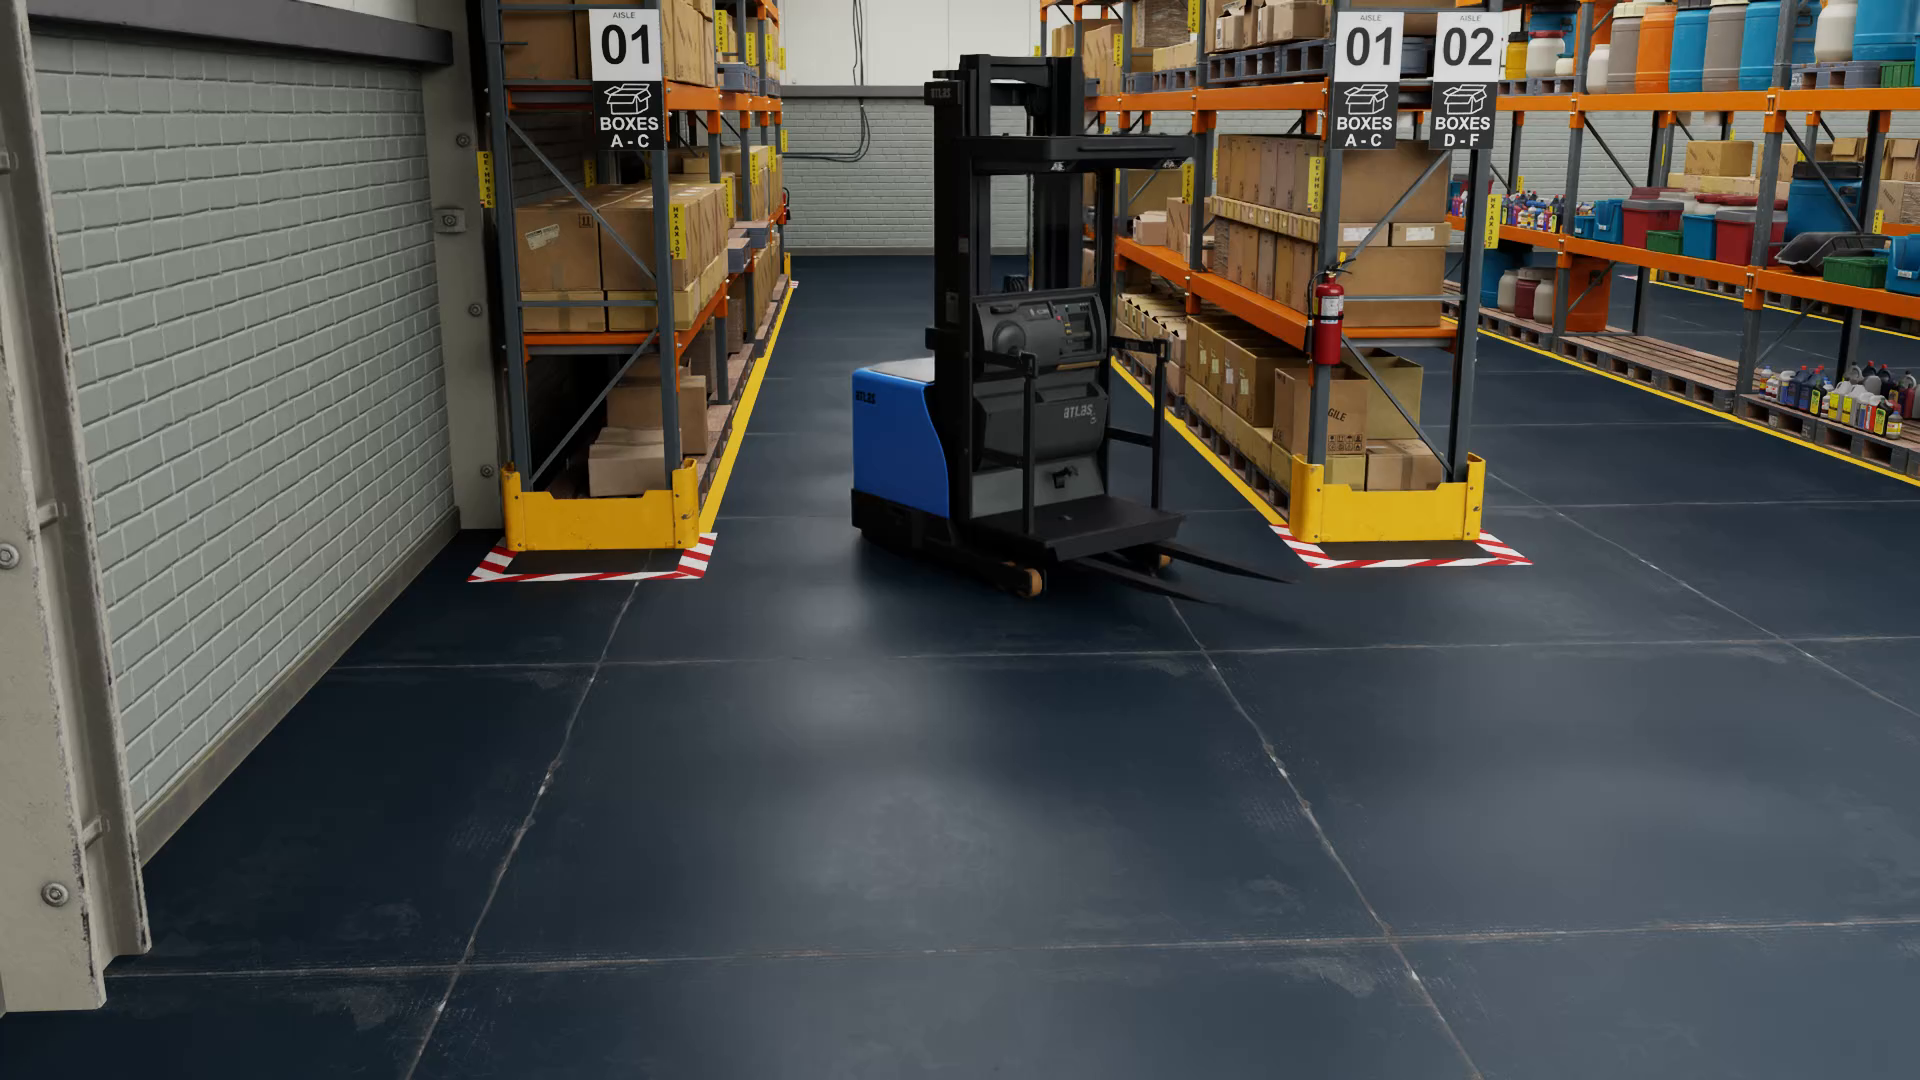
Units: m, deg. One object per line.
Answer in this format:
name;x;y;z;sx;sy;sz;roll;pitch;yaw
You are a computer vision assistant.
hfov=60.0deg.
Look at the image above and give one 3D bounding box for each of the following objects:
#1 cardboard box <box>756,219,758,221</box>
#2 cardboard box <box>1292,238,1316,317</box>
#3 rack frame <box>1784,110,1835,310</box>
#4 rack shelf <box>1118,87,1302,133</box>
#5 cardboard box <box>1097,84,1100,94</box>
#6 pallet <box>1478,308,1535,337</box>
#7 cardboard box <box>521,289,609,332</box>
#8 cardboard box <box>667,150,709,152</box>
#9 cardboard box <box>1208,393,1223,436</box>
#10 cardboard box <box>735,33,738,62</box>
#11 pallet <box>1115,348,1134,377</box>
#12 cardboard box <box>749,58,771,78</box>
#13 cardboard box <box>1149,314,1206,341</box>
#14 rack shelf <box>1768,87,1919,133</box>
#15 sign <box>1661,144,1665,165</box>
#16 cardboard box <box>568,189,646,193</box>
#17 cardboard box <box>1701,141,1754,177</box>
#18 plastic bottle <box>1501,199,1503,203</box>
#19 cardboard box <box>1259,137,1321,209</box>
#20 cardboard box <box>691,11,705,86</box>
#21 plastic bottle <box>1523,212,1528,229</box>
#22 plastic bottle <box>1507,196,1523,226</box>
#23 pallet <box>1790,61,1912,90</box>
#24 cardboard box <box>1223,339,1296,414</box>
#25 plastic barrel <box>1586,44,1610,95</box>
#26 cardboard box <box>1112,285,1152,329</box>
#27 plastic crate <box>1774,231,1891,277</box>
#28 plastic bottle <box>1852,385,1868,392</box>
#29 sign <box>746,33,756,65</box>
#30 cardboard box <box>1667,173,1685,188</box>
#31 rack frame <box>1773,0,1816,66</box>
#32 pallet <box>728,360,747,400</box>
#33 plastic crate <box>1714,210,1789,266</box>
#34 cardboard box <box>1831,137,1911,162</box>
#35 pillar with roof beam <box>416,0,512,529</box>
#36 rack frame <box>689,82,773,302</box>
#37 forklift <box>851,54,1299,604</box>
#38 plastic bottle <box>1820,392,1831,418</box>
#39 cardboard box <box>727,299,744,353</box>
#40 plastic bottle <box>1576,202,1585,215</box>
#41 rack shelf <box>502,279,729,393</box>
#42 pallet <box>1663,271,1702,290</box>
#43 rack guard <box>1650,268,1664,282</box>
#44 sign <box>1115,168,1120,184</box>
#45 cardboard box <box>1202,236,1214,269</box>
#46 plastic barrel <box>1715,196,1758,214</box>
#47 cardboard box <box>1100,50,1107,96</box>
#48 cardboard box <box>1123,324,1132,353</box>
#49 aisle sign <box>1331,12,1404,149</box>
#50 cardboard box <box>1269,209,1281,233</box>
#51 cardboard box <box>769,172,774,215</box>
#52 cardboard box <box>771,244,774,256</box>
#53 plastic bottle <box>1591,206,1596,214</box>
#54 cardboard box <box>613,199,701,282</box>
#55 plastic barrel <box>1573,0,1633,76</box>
cardboard box;-2.455;-3.508;18.606;0.380;0.149;0.250;0;14;-2
cardboard box;2.659;-1.788;11.254;0.700;0.500;0.500;-1;14;-2
rack frame;11.857;-4.629;22.497;1.000;3.000;0.127;-1;14;-3
rack shelf;2.341;-4.089;15.823;1.077;0.370;4.000;-1;14;-3
cardboard box;1.673;-5.974;22.006;0.500;0.250;0.500;-1;14;-3
pallet;6.998;-2.705;20.617;1.003;0.211;1.213;-1;14;-3
cardboard box;-2.454;-1.465;10.463;0.500;0.250;0.500;-1;14;-3
cardboard box;-3.043;-4.208;18.518;0.500;0.250;0.500;-1;14;-5
cardboard box;2.243;-0.990;13.030;0.500;0.250;0.500;-1;14;-3
cardboard box;-2.931;-5.756;19.773;0.700;0.500;0.500;-1;14;-4
pallet;2.229;-1.926;17.590;1.003;0.211;1.213;-1;14;-3
cardboard box;-2.755;-6.207;21.870;0.500;0.250;0.500;-1;14;-4
cardboard box;2.086;-1.980;15.753;0.500;0.311;0.500;-1;14;-4
rack shelf;7.533;-3.170;12.250;1.077;0.370;4.000;-1;14;-3
sign;11.054;-6.074;26.218;0.100;0.325;0.005;-1;14;-3
cardboard box;-2.605;-2.337;12.347;0.500;0.500;0.500;0;14;-2
cardboard box;11.438;-5.682;24.788;0.500;0.500;0.500;-1;14;-5
plastic bottle;6.771;-4.143;20.859;0.152;0.276;0.135;-1;14;-3
cardboard box;2.592;-2.679;12.116;0.700;0.500;0.500;-1;14;-3
cardboard box;-2.110;-3.536;11.988;0.500;0.500;0.500;-1;15;-6
plastic bottle;6.677;-3.763;19.530;0.097;0.201;0.097;0;14;0
plastic bottle;6.671;-3.952;19.966;0.144;0.351;0.185;-1;14;-3
pallet;7.551;-3.746;13.426;1.213;0.211;1.003;-1;14;-3
cardboard box;2.276;-1.229;12.454;0.500;0.500;0.500;-1;14;-3
plastic barrel;6.874;-4.983;17.627;0.421;0.512;0.421;0;14;0
cardboard box;1.925;-2.714;19.187;0.500;0.500;0.500;0;14;-1
plastic crate;7.314;-2.401;13.961;0.767;0.338;0.504;-1;14;-3
plastic bottle;7.229;-1.106;13.387;0.152;0.276;0.135;-1;14;-3
sign;-2.185;-5.116;17.332;0.100;0.325;0.005;-1;14;-3
cardboard box;11.369;-5.572;25.865;0.500;0.250;0.500;-1;14;-5
rack frame;7.409;-5.468;13.720;1.000;3.000;0.127;-1;14;-3
pallet;-2.608;-1.557;16.155;1.003;0.211;1.213;-1;14;-3
plastic crate;7.073;-2.710;14.909;0.402;0.464;0.583;-1;14;-3
cardboard box;11.904;-5.004;21.743;0.797;0.503;0.637;-1;14;-5
pillar with roof beam;1.159;-4.548;10.142;9.100;9.000;0.400;-1;14;-3
rack frame;-2.975;-4.400;21.606;1.000;3.000;0.127;-1;14;-3
forklift;0.606;-1.236;9.447;1.130;2.935;3.031;-11;18;-36
plastic bottle;7.050;-1.096;13.499;0.097;0.201;0.097;0;14;0
cardboard box;-2.630;-2.229;17.303;0.700;0.500;0.500;-1;14;-3
plastic bottle;7.431;-3.902;19.906;0.061;0.283;0.133;-1;14;-3
rack shelf;-2.355;-1.564;12.029;1.077;0.370;4.000;-1;14;-3
pallet;11.736;-4.076;25.943;1.003;0.211;1.213;-1;14;-3
rack guard;11.607;-4.419;26.698;1.175;0.500;0.348;-1;14;-3
sign;1.676;-3.994;17.864;0.100;0.325;0.005;-1;14;-3
cardboard box;2.391;-2.536;14.666;0.500;0.250;0.500;0;14;0
plastic barrel;7.523;-3.052;16.098;0.433;0.535;0.433;0;14;0
cardboard box;2.092;-5.347;19.069;0.910;0.500;0.500;-1;14;-3
cardboard box;1.988;-2.094;17.321;0.500;0.250;0.500;-1;14;-5
aisle sign;2.423;-2.731;9.902;0.394;0.787;0.004;-1;14;-3
cardboard box;2.417;-2.269;11.823;0.380;0.149;0.250;0;14;-2
cardboard box;-2.992;-4.680;22.094;0.980;0.700;0.700;-1;14;-3
cardboard box;-2.758;-3.982;22.855;0.380;0.149;0.250;0;14;-2
plastic bottle;7.387;-3.751;19.345;0.097;0.271;0.097;0;14;0
cardboard box;-1.982;-1.962;10.887;0.500;0.500;0.500;-1;14;-3
plastic barrel;7.129;-5.563;18.403;0.600;0.830;0.708;-1;14;-3
